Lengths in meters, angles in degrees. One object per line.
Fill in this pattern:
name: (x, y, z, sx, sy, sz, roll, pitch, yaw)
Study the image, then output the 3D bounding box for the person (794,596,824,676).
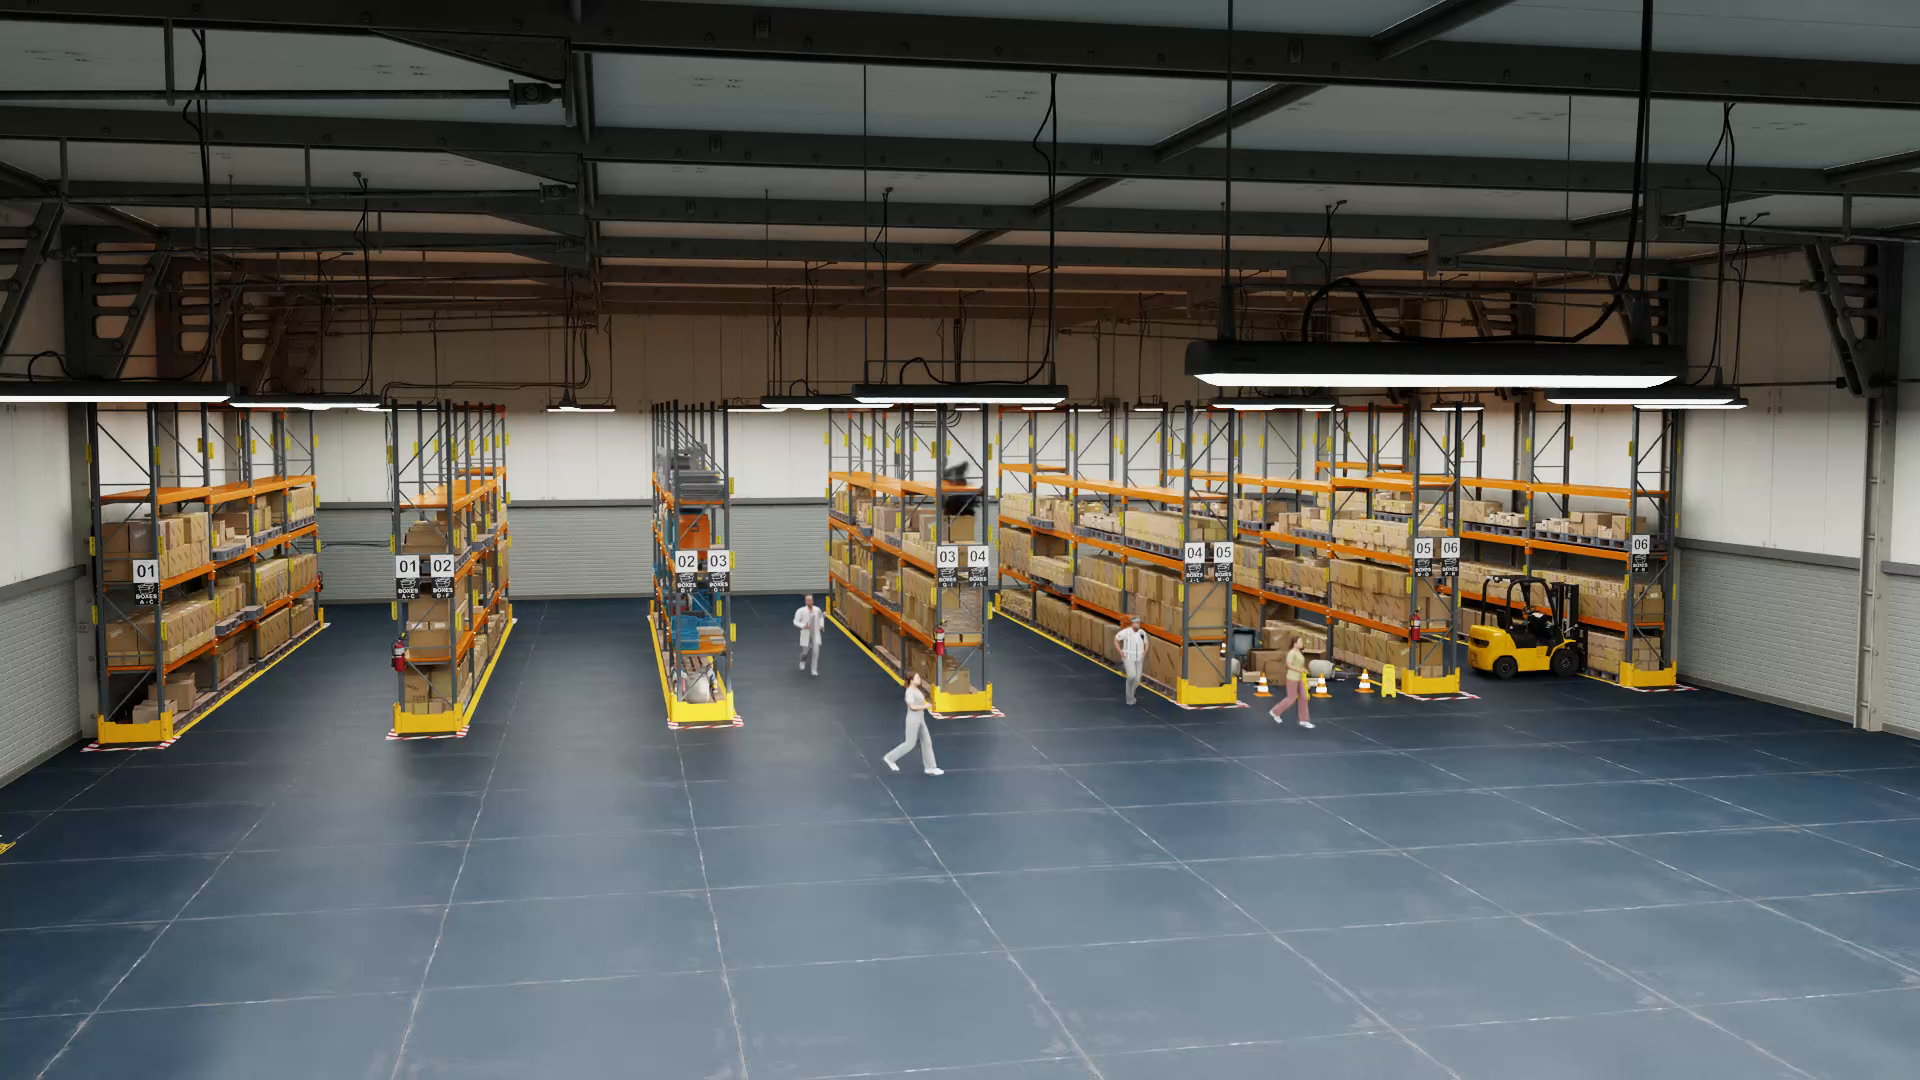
person: (-3.305, 2.092, 36.628, 0.721, 1.742, 0.876, -2, 5, -21)

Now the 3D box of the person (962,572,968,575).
person: (-0.057, 1.272, 48.263, 0.651, 1.656, 0.699, 1, 4, 7)

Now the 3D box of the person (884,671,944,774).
person: (-0.729, 2.885, 26.347, 0.963, 1.646, 0.569, 1, 4, 14)

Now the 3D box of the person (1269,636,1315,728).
person: (6.117, 2.588, 30.528, 0.848, 1.688, 0.598, 3, 5, 31)

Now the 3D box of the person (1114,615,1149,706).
person: (3.438, 2.383, 32.901, 0.673, 1.801, 0.656, -1, 5, -19)
